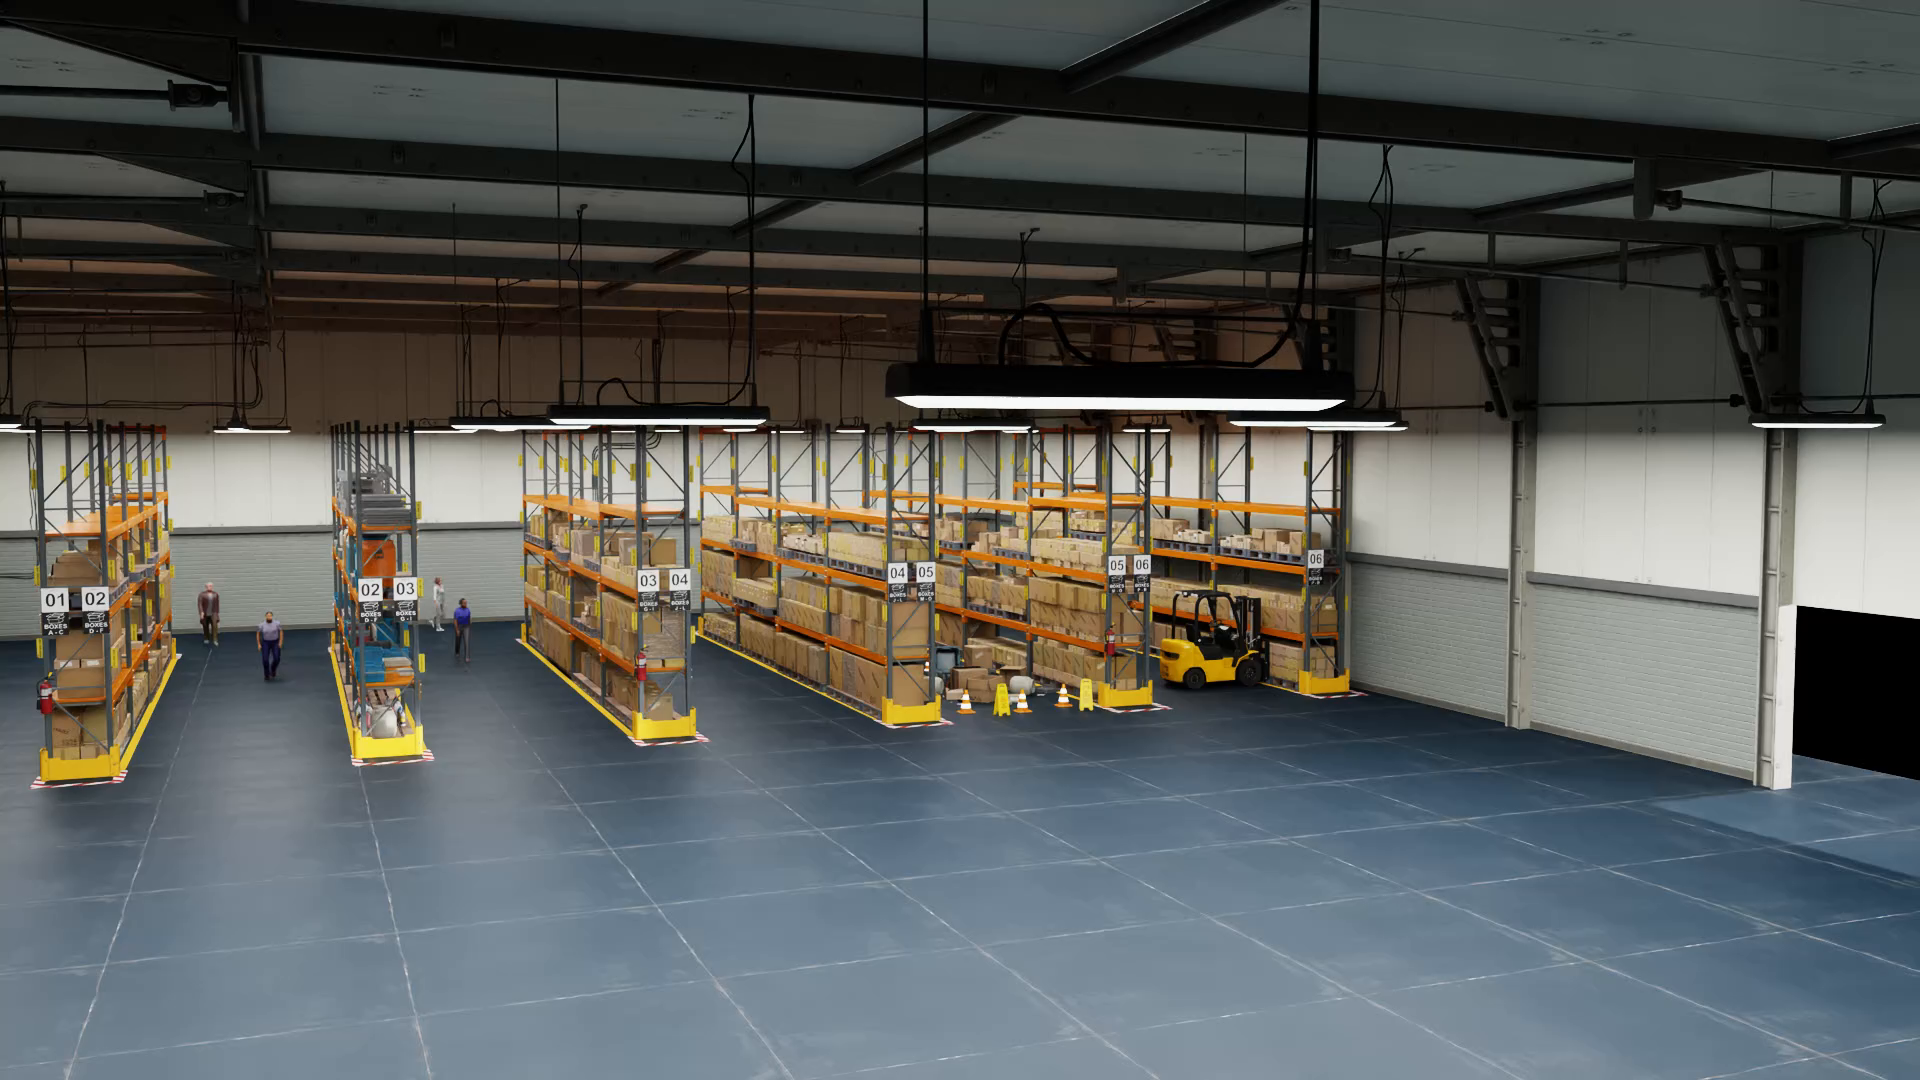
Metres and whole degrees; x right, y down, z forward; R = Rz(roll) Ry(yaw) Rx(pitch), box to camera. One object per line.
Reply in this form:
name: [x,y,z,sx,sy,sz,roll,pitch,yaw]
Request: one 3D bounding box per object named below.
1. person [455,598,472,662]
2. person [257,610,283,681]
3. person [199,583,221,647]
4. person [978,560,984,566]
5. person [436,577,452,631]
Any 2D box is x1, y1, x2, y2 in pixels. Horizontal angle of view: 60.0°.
person: [-12.590,2.261,42.112,0.406,1.615,0.865,-1,4,-22]
person: [-16.261,2.481,39.186,0.571,1.676,0.433,-3,4,-37]
person: [-20.361,2.023,45.102,0.532,1.730,1.130,-2,4,-27]
person: [0.707,1.510,53.277,0.969,1.748,0.544,-2,4,-28]
person: [-15.136,1.888,48.652,0.432,1.599,0.429,1,4,18]
